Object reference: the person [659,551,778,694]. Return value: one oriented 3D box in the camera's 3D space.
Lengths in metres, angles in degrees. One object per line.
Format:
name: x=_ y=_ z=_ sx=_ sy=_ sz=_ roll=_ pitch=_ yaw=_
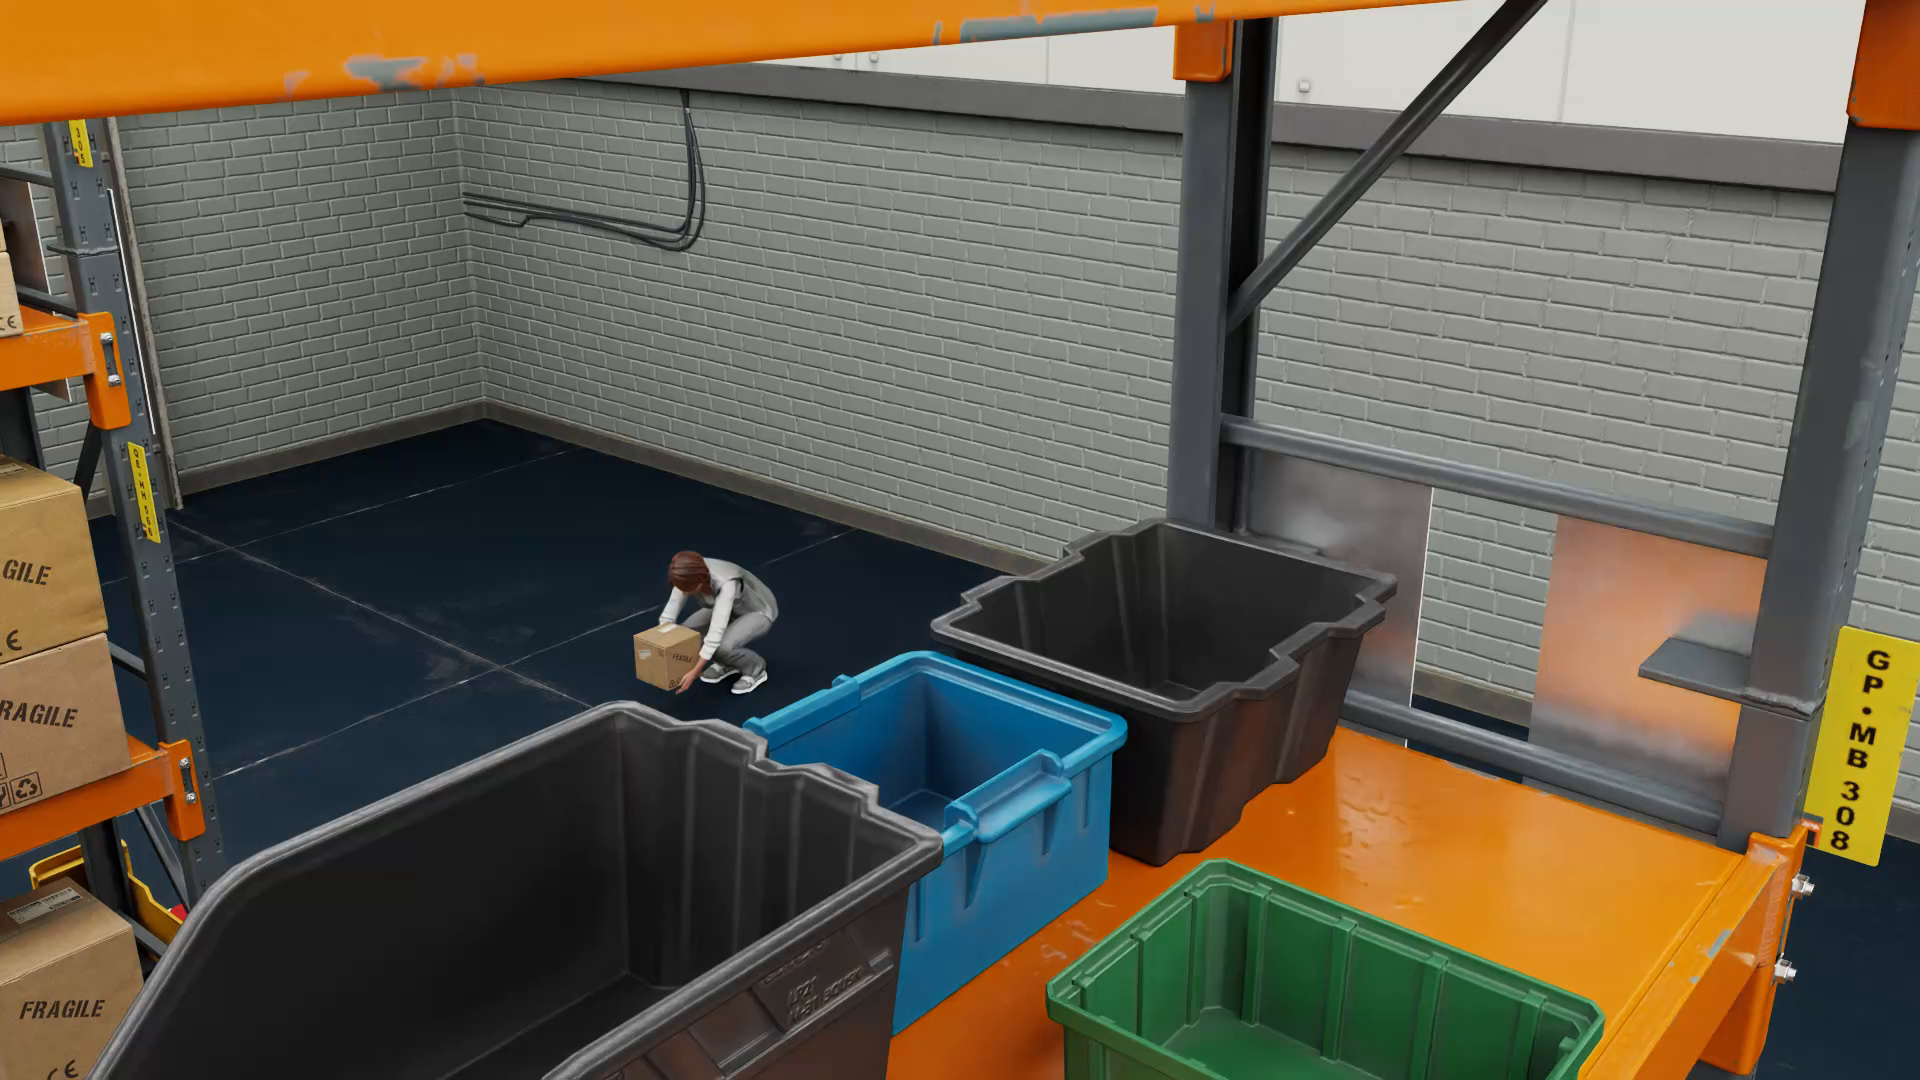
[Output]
person: x=-1.318 y=0.422 z=9.004 sx=0.461 sy=0.875 sz=0.811 roll=16 pitch=26 yaw=36
